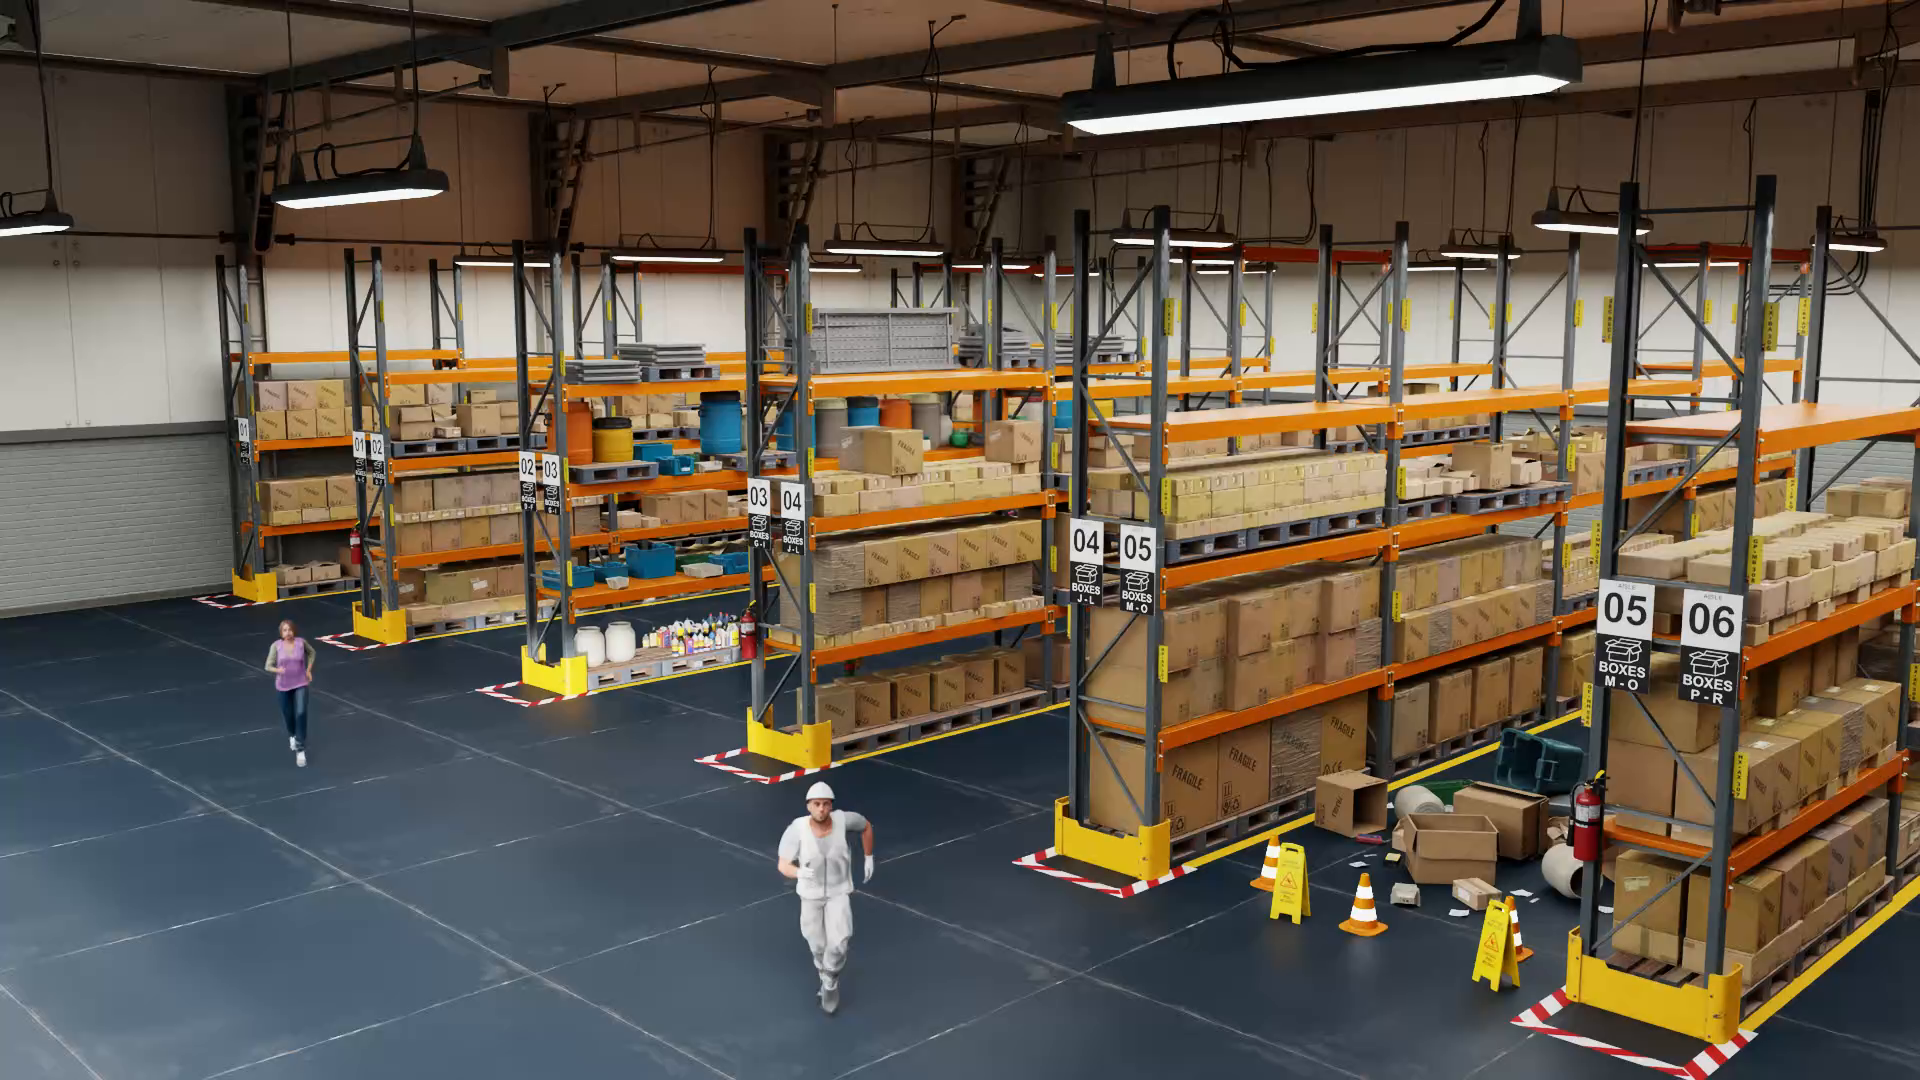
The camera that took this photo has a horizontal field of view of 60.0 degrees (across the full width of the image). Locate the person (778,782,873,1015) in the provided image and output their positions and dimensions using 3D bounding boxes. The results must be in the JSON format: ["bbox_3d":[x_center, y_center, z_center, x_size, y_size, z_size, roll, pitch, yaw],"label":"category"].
[{"bbox_3d":[-0.965,2.582,12.056,0.697,1.745,0.807,-1,8,-6],"label":"person"}]

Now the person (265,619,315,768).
[{"bbox_3d":[-7.599,1.708,18.911,0.529,1.614,0.810,-3,9,-19],"label":"person"}]

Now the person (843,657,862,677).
[{"bbox_3d":[-1.449,1.111,22.621,0.657,1.748,0.697,4,9,28],"label":"person"}]
